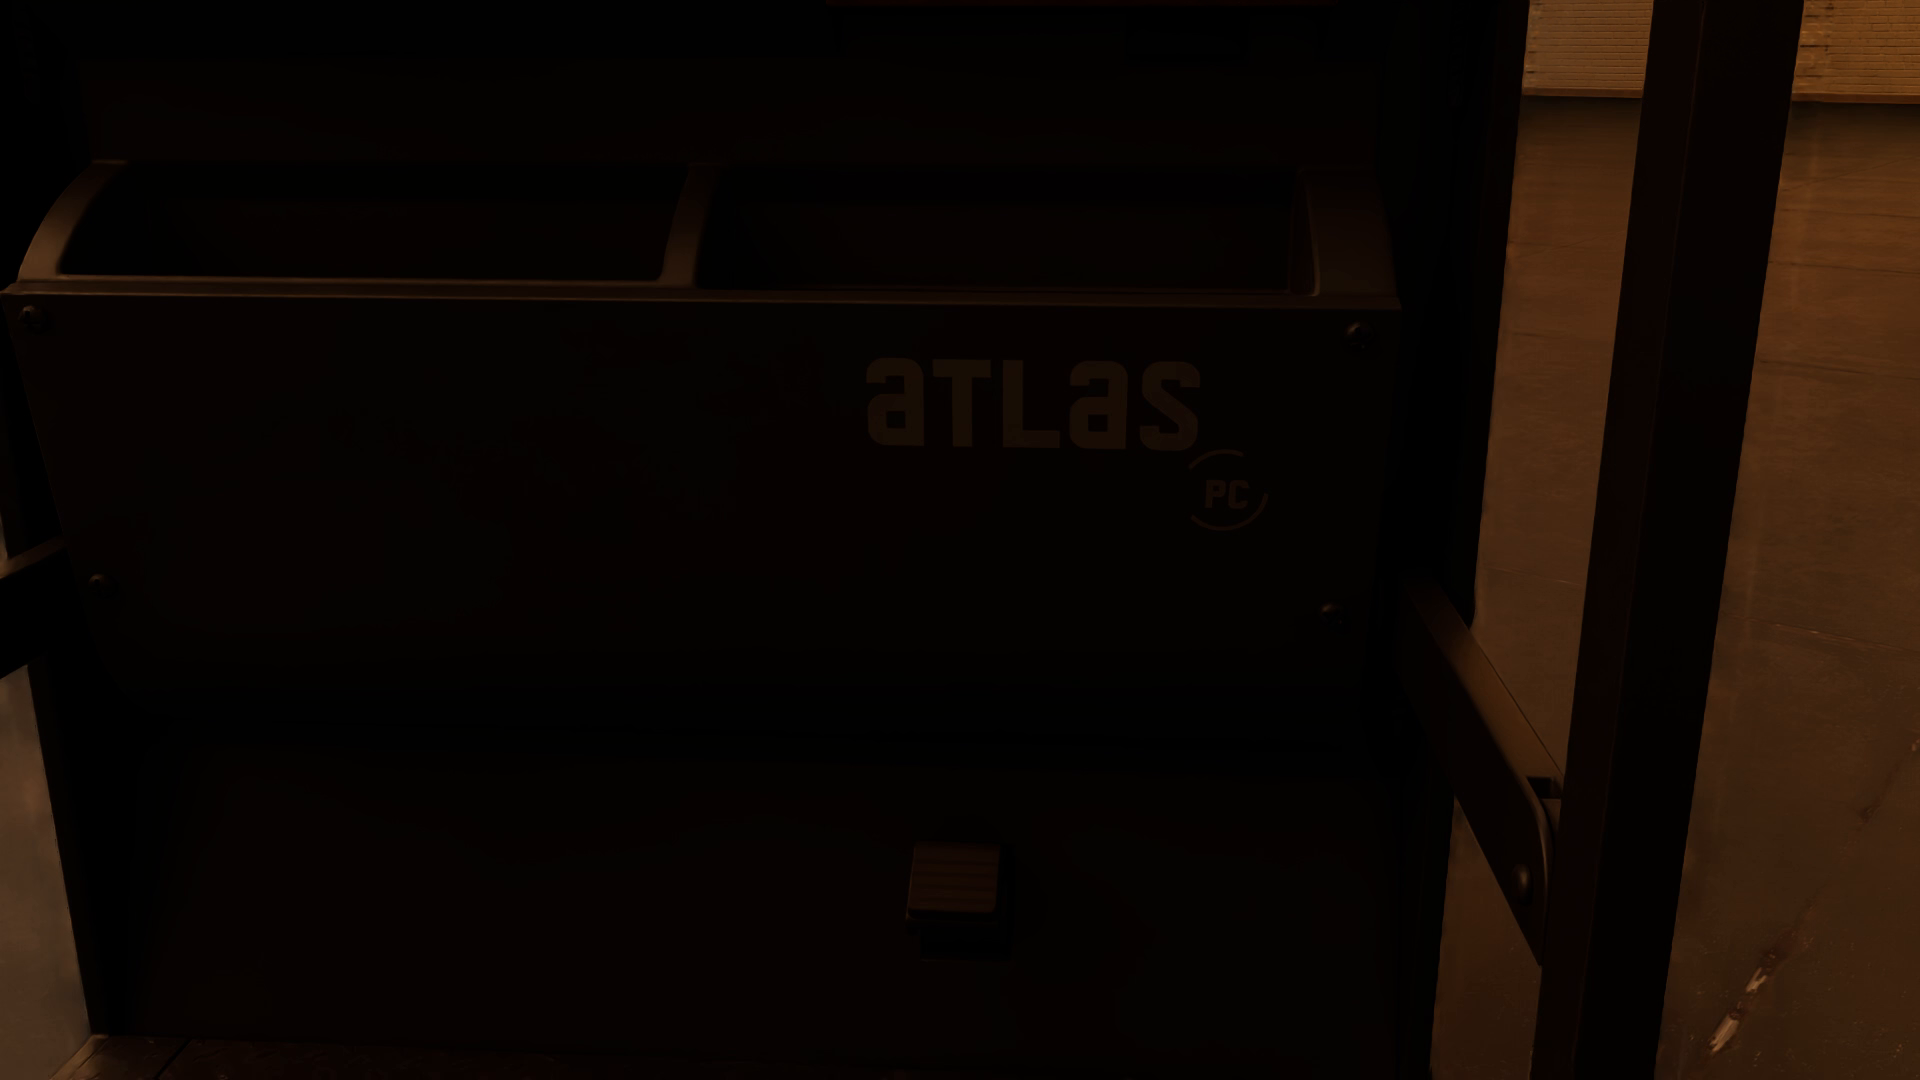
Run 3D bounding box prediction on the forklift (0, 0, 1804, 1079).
[{"bbox_3d":[-0.190,-0.583,0.816,1.130,2.935,3.031,1,17,4],"label":"forklift"}]
